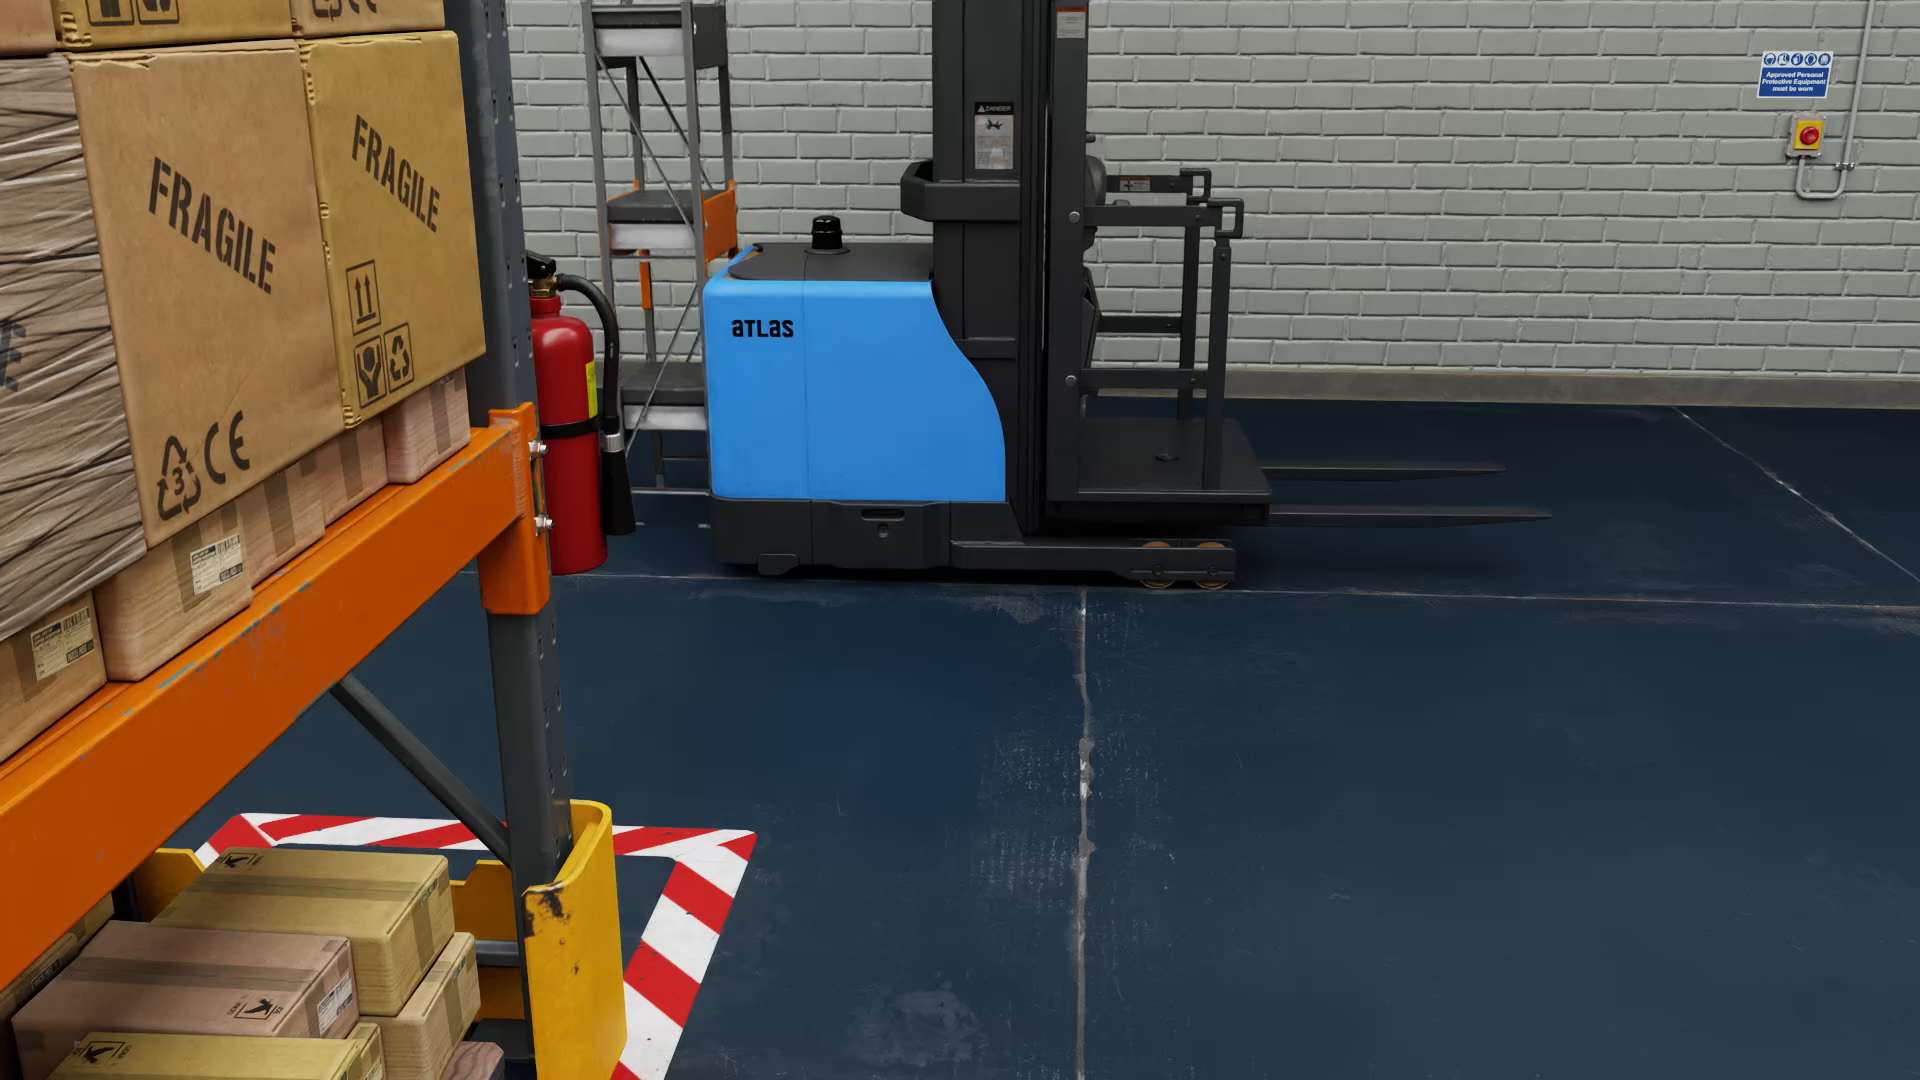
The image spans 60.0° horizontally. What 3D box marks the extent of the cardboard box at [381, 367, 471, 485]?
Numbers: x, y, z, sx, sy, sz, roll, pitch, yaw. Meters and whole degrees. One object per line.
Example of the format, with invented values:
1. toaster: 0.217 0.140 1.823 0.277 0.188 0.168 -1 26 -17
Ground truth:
1. cardboard box: -0.999 -0.195 2.603 0.380 0.149 0.250 1 18 4

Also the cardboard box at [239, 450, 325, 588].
1. cardboard box: -1.057 -0.040 2.131 0.380 0.149 0.250 1 18 3

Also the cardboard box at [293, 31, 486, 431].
1. cardboard box: -1.033 -0.465 2.387 0.500 0.500 0.500 2 18 5

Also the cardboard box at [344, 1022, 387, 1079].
1. cardboard box: -1.083 0.843 2.461 0.380 0.149 0.250 1 18 3

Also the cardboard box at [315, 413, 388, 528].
1. cardboard box: -1.054 -0.118 2.370 0.380 0.149 0.250 1 18 4

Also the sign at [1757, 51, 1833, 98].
1. sign: 4.025 -2.243 8.016 0.327 0.218 0.001 1 18 4

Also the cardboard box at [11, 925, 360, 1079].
1. cardboard box: -1.118 0.698 2.425 0.380 0.149 0.250 2 18 5

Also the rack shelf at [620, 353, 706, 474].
1. rack shelf: -1.118 -0.449 6.706 0.431 0.518 0.480 1 18 6

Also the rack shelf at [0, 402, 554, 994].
1. rack shelf: -1.400 0.541 1.109 1.077 0.370 4.000 1 18 4

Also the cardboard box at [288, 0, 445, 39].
1. cardboard box: -1.042 -0.938 2.224 0.500 0.500 0.500 1 18 3

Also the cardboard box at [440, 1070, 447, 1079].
1. cardboard box: -1.087 0.902 2.758 0.380 0.149 0.250 2 18 5

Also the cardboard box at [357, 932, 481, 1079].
1. cardboard box: -1.010 0.763 2.705 0.380 0.149 0.250 1 18 2

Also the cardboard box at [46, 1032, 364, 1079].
1. cardboard box: -1.009 0.781 2.171 0.380 0.149 0.250 1 18 3

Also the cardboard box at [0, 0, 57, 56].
1. cardboard box: -1.106 -0.619 1.250 0.500 0.500 0.500 2 18 7

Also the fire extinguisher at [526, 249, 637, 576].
1. fire extinguisher: -0.779 -0.276 3.170 0.296 0.674 0.183 1 18 4

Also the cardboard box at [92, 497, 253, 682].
1. cardboard box: -1.052 0.040 1.888 0.380 0.149 0.250 2 18 5

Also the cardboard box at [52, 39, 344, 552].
1. cardboard box: -1.075 -0.305 1.899 0.500 0.500 0.500 1 18 3

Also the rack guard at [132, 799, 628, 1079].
1. rack guard: -1.263 0.790 3.210 1.175 0.500 0.348 1 18 4

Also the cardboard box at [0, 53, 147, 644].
1. cardboard box: -1.101 -0.148 1.418 0.500 0.500 0.500 1 18 4

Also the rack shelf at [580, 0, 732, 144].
1. rack shelf: -1.133 -1.780 6.271 0.431 0.518 0.480 1 18 6

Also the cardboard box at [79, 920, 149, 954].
1. cardboard box: -1.551 0.749 2.745 0.380 0.149 0.250 2 18 6

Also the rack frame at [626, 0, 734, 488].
1. rack frame: -1.098 -1.203 6.714 0.400 2.100 0.015 1 18 6

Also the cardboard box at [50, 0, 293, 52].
1. cardboard box: -1.078 -0.781 1.744 0.500 0.500 0.500 1 18 2

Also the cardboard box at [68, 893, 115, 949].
1. cardboard box: -1.634 0.606 2.705 0.380 0.149 0.250 0 18 1

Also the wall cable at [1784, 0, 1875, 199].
1. wall cable: 4.068 -2.592 7.834 0.585 1.953 0.123 1 18 4

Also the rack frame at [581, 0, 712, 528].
1. rack frame: -1.153 -1.052 6.254 0.400 2.100 0.015 1 18 6

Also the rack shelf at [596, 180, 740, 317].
1. rack shelf: -1.125 -1.115 6.488 0.431 0.518 0.480 1 18 6

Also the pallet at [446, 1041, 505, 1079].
1. pallet: -1.356 1.179 2.487 1.003 0.211 1.213 1 18 4

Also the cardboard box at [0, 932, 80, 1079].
1. cardboard box: -1.533 0.694 2.435 0.380 0.149 0.250 2 18 5

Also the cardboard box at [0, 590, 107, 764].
1. cardboard box: -1.100 0.121 1.640 0.380 0.149 0.250 0 18 1

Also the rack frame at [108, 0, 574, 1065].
1. rack frame: -1.257 -0.422 2.892 1.000 3.000 0.127 1 18 4

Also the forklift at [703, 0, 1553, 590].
1. forklift: 0.629 -1.386 5.946 3.031 2.935 1.130 1 18 2

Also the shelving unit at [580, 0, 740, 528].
1. shelving unit: -1.125 -1.128 6.484 0.431 2.100 0.503 1 18 6

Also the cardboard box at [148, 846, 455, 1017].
1. cardboard box: -1.042 0.621 2.659 0.380 0.149 0.250 1 18 5
